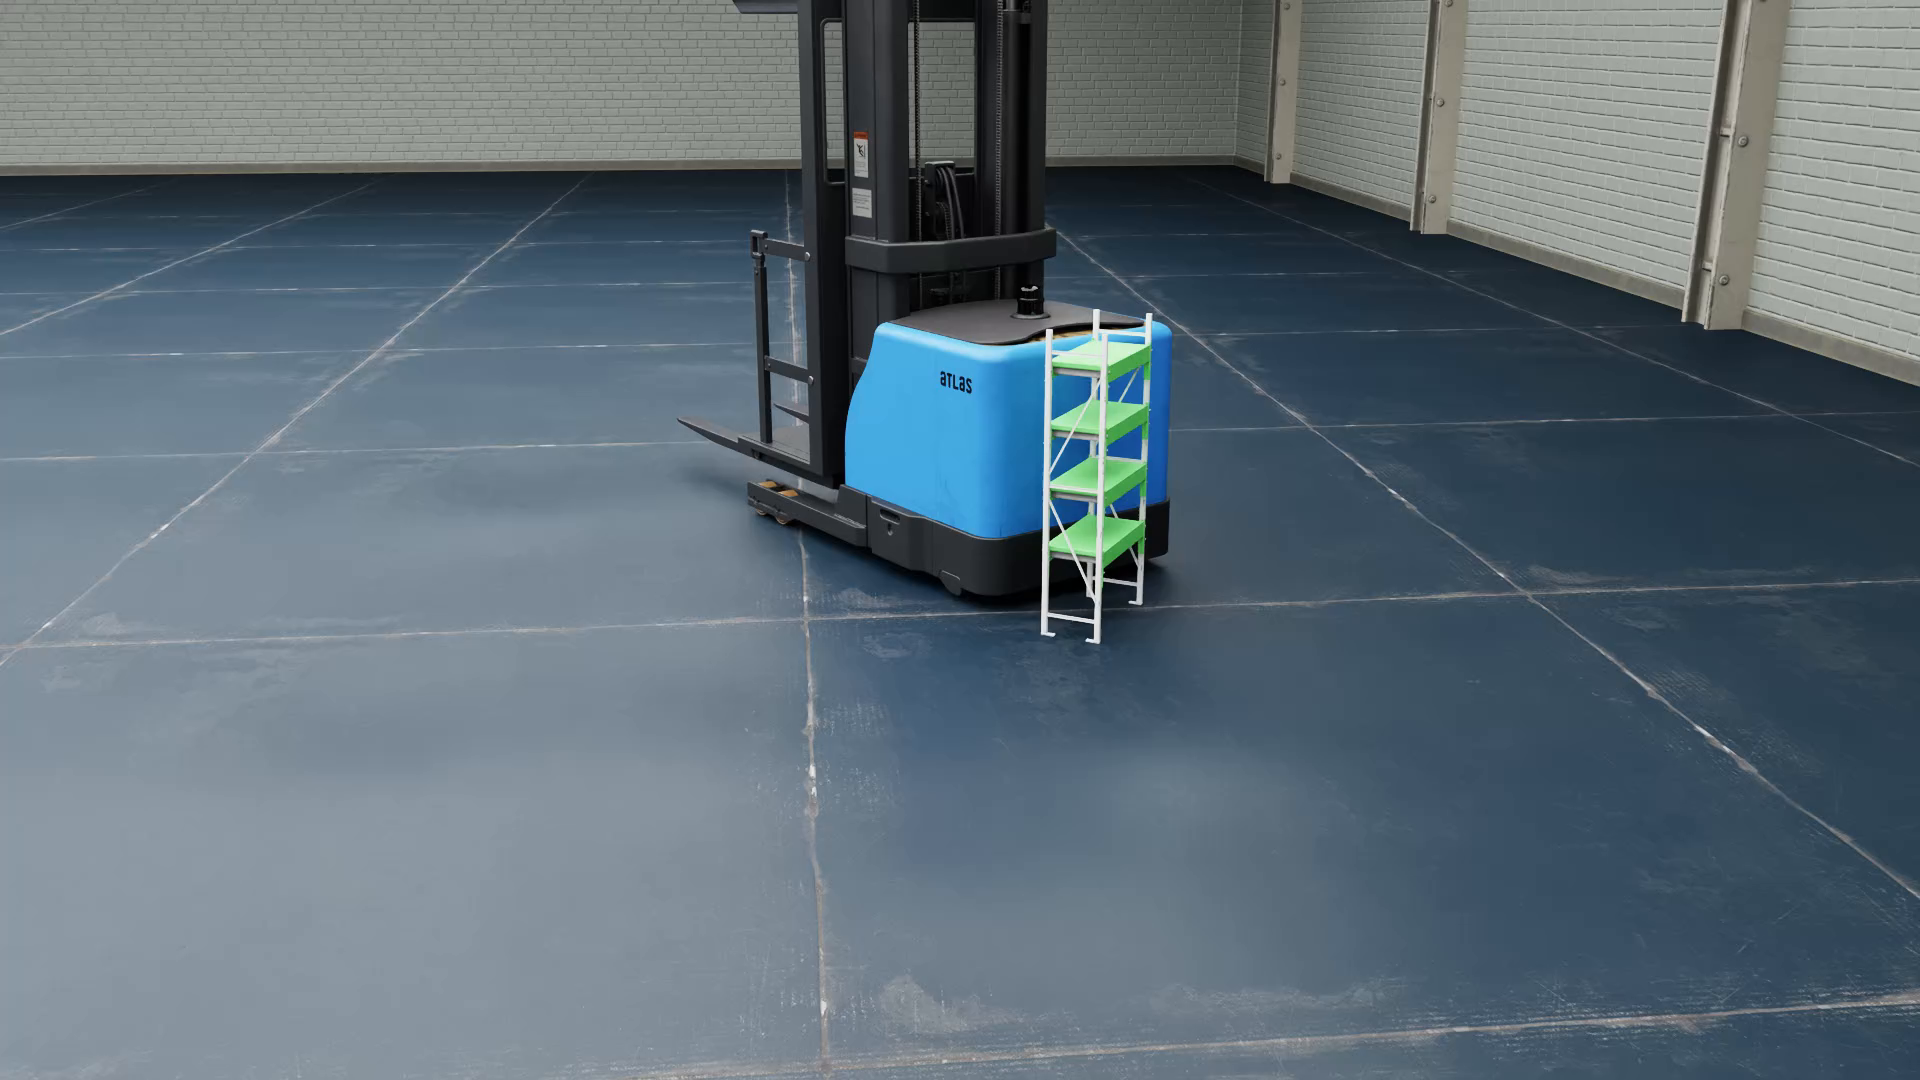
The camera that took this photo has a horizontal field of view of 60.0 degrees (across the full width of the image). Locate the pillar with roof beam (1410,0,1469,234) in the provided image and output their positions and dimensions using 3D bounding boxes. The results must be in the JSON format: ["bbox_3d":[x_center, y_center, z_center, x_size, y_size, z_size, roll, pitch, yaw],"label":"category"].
[{"bbox_3d":[1.011,-7.639,16.984,9.100,9.000,0.400,-2,18,-6],"label":"pillar with roof beam"}]

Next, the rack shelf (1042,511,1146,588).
[{"bbox_3d":[0.534,0.033,6.582,0.258,0.148,0.480,8,19,24],"label":"rack shelf"}]

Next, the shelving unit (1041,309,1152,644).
[{"bbox_3d":[0.534,-0.257,6.491,0.258,1.200,0.503,8,19,24],"label":"shelving unit"}]

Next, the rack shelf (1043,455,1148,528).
[{"bbox_3d":[0.534,-0.196,6.510,0.258,0.148,0.480,8,19,24],"label":"rack shelf"}]

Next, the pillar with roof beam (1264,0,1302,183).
[{"bbox_3d":[0.392,-9.426,22.678,9.100,9.000,0.400,-2,18,-6],"label":"pillar with roof beam"}]

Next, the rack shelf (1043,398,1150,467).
[{"bbox_3d":[0.534,-0.425,6.438,0.258,0.148,0.480,8,19,24],"label":"rack shelf"}]

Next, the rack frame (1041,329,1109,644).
[{"bbox_3d":[0.430,-0.190,6.281,0.240,1.200,0.015,8,19,24],"label":"rack frame"}]

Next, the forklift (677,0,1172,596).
[{"bbox_3d":[-0.372,-1.548,7.715,1.130,2.935,3.031,-13,21,-35],"label":"forklift"}]

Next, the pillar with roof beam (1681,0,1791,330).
[{"bbox_3d":[1.629,-5.851,11.290,9.100,9.000,0.400,-2,18,-6],"label":"pillar with roof beam"}]

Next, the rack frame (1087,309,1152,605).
[{"bbox_3d":[0.639,-0.323,6.701,0.240,1.200,0.015,8,19,24],"label":"rack frame"}]

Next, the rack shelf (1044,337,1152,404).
[{"bbox_3d":[0.534,-0.654,6.366,0.258,0.148,0.480,8,19,24],"label":"rack shelf"}]
